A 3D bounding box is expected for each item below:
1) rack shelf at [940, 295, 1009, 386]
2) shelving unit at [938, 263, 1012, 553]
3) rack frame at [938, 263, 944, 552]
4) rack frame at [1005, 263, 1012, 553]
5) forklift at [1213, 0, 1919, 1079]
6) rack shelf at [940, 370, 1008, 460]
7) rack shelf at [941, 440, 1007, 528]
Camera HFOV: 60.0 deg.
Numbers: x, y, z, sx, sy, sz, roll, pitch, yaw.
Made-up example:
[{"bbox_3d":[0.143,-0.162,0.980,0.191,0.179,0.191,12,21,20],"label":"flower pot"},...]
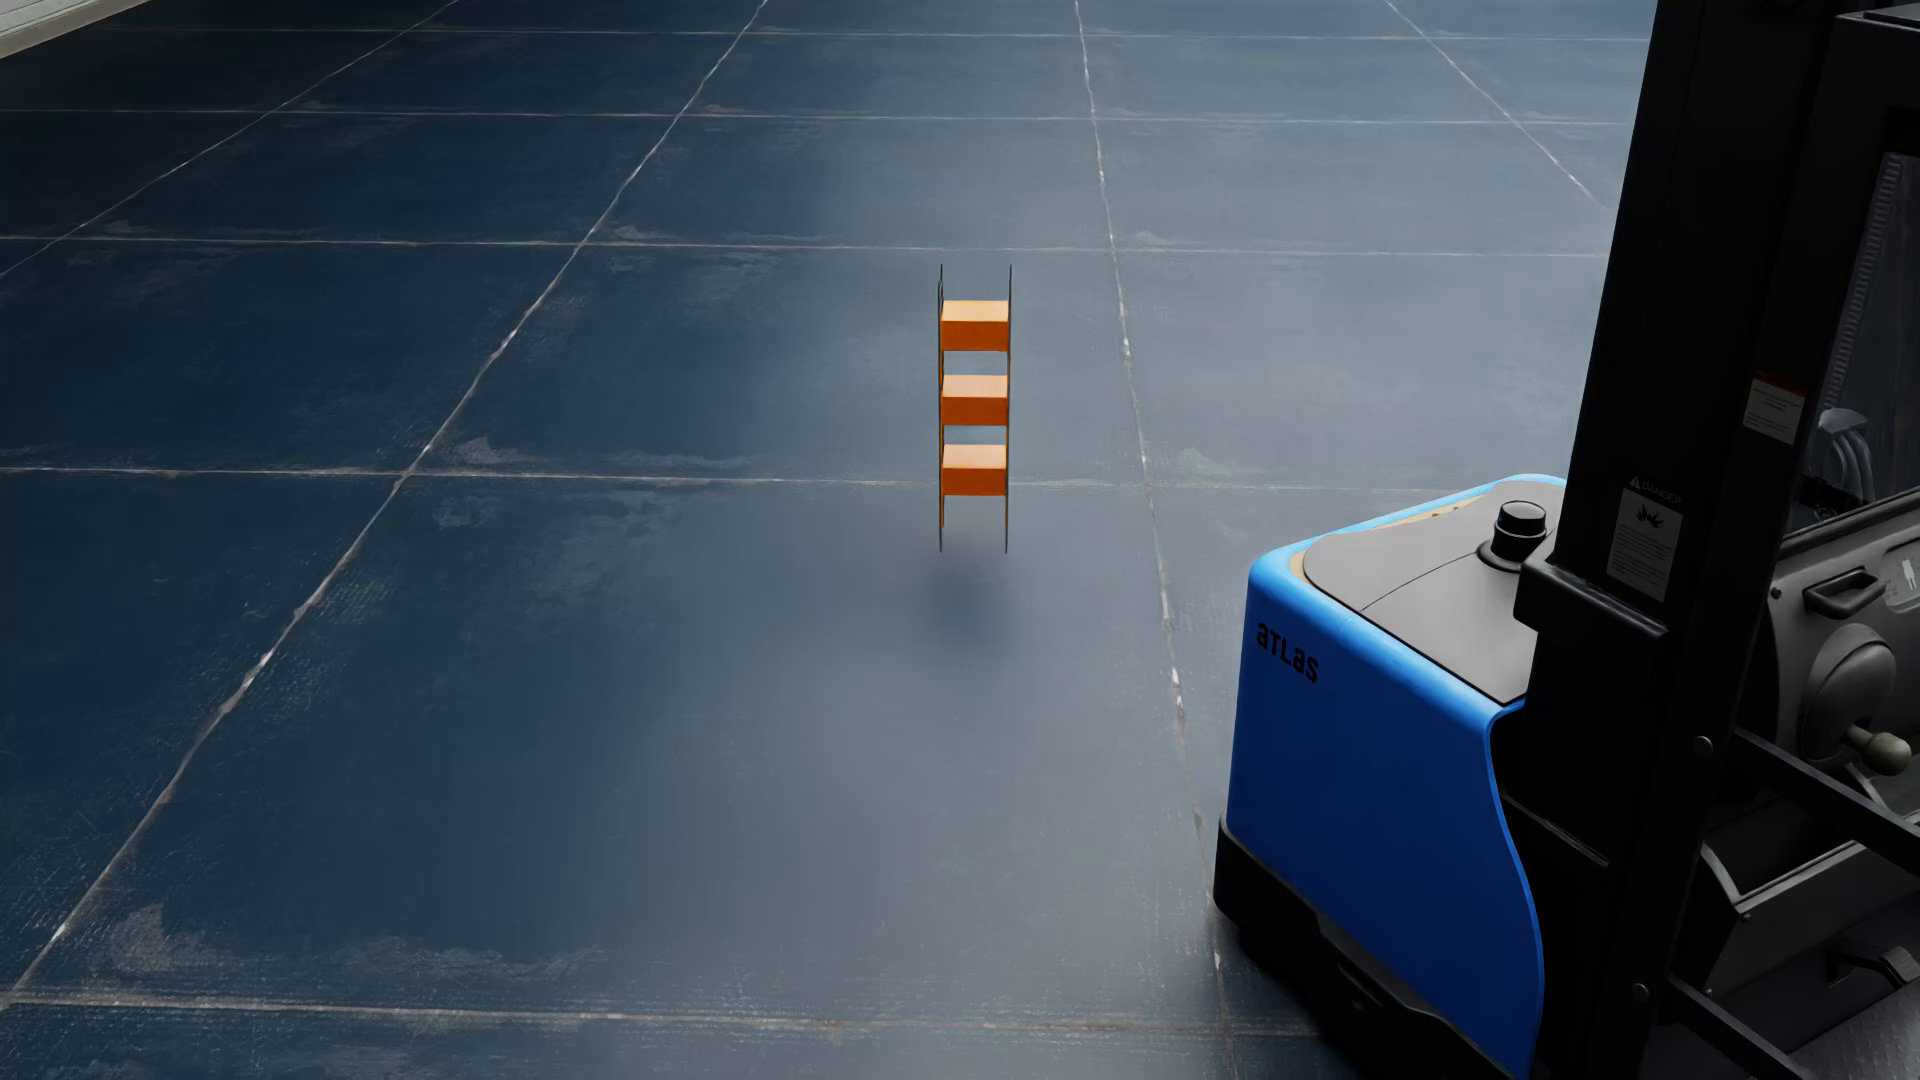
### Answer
[{"bbox_3d":[0.053,-0.704,5.874,0.240,0.259,0.215,1,28,2],"label":"rack shelf"},{"bbox_3d":[0.053,-0.463,6.002,0.252,1.050,0.215,1,28,2],"label":"shelving unit"},{"bbox_3d":[-0.068,-0.465,6.006,0.008,1.050,0.200,1,28,2],"label":"rack frame"},{"bbox_3d":[0.175,-0.461,5.999,0.008,1.050,0.200,1,28,2],"label":"rack frame"},{"bbox_3d":[1.840,0.171,2.798,1.130,2.935,3.031,-15,32,-27],"label":"forklift"},{"bbox_3d":[0.053,-0.454,6.007,0.240,0.259,0.215,1,28,2],"label":"rack shelf"},{"bbox_3d":[0.053,-0.208,6.138,0.240,0.259,0.215,1,28,2],"label":"rack shelf"}]
